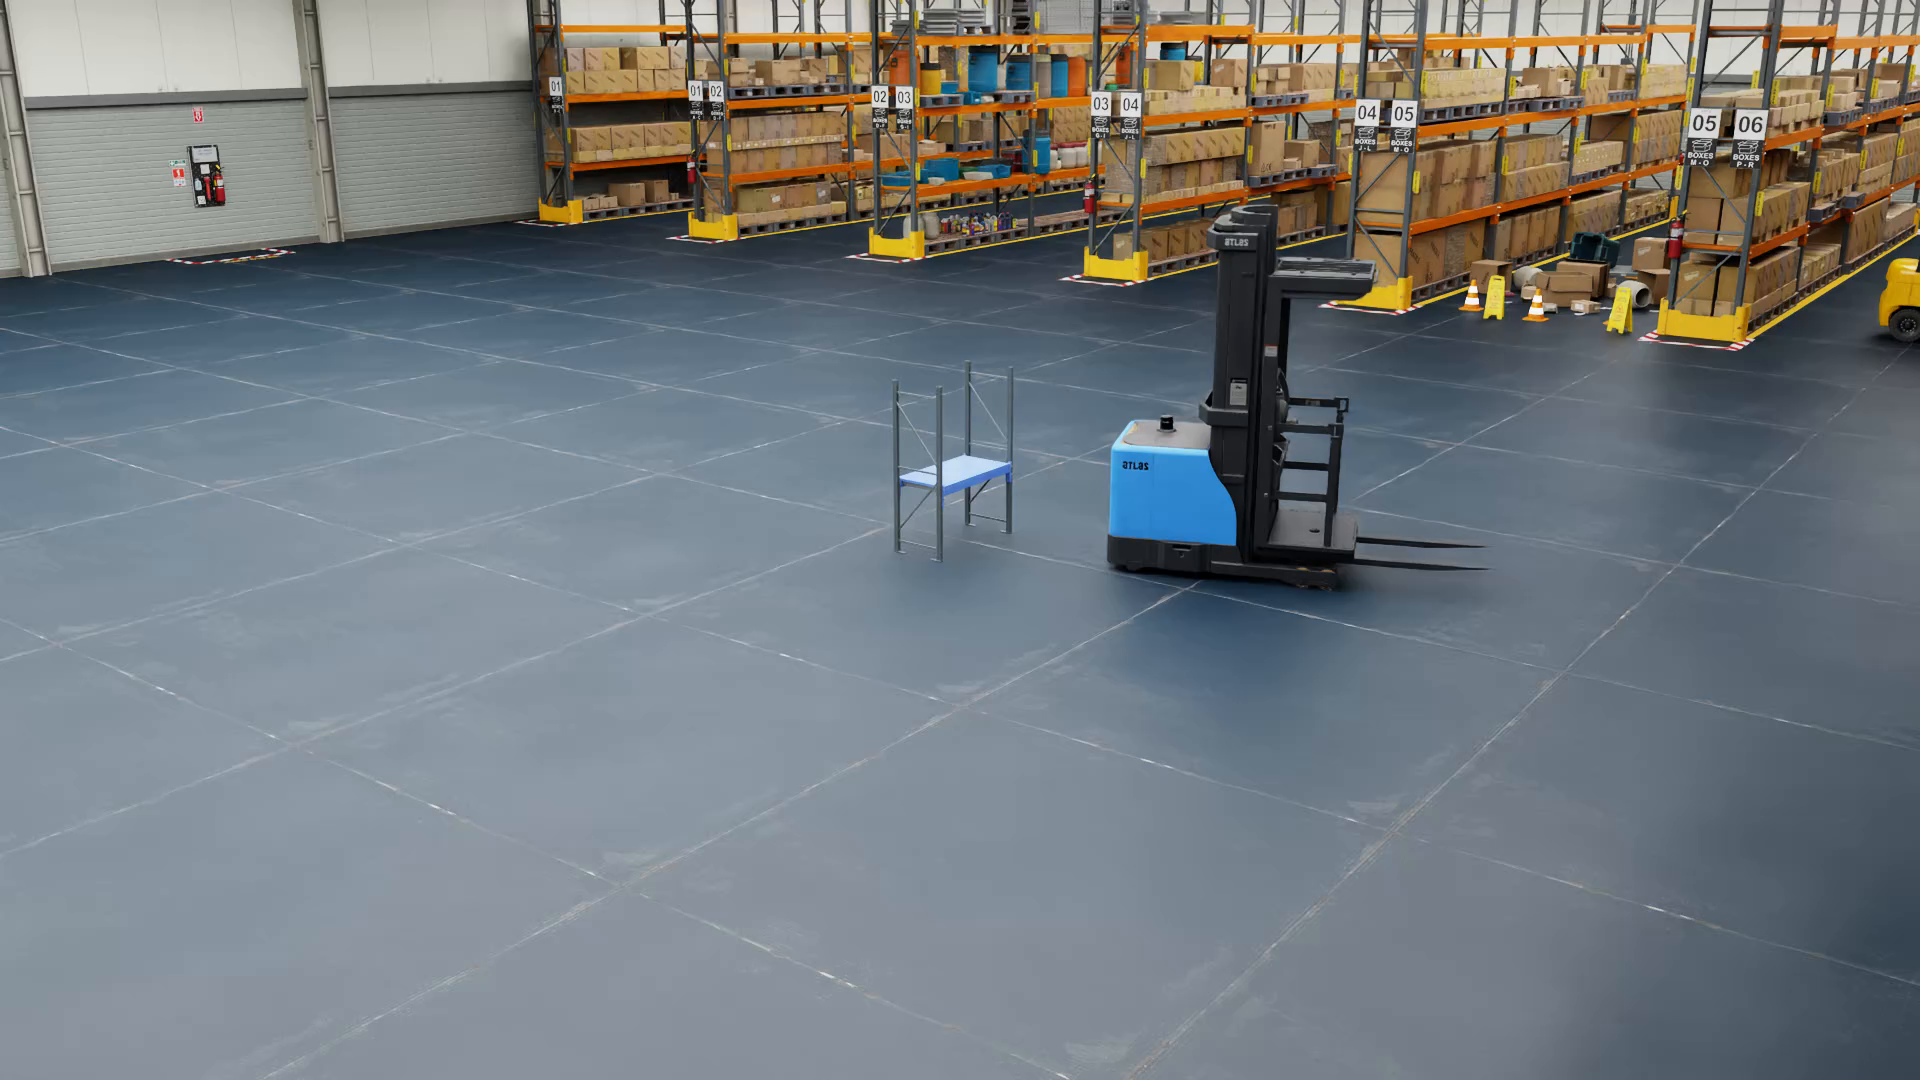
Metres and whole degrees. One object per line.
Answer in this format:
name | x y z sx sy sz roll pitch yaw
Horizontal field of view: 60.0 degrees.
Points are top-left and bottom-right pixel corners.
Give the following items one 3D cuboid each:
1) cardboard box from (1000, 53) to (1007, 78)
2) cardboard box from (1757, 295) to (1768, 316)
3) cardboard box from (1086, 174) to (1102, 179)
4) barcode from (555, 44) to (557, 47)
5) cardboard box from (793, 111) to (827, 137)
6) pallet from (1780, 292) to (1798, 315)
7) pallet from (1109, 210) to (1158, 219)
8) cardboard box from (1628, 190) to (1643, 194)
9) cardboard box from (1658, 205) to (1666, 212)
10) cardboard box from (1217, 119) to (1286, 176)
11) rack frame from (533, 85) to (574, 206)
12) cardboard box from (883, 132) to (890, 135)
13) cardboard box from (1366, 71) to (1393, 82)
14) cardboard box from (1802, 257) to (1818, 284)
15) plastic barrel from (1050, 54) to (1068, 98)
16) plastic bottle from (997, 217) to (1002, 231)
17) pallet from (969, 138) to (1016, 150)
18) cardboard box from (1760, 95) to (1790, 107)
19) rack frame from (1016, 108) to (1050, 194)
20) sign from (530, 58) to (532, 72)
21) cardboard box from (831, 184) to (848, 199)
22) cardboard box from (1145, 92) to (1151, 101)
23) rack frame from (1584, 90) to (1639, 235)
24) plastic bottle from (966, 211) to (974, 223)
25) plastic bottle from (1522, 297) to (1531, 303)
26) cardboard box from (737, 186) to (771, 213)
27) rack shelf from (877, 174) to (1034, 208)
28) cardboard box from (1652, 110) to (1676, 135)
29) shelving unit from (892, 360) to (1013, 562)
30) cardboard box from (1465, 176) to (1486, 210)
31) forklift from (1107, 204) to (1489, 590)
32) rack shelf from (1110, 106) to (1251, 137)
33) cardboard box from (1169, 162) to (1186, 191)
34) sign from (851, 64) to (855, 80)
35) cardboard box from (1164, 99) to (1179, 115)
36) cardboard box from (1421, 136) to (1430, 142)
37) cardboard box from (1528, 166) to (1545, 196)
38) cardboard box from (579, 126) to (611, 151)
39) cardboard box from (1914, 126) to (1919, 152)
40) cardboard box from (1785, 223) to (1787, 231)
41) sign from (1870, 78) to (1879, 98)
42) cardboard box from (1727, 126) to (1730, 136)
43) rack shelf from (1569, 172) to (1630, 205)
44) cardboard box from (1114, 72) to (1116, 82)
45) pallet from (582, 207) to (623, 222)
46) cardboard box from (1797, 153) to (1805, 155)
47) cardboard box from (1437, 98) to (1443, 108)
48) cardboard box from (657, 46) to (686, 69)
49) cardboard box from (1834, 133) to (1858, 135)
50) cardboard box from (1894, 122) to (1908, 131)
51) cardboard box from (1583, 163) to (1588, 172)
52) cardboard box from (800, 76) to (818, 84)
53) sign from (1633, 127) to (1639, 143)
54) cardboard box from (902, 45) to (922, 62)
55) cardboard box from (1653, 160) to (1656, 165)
cardboard box | 0.777 -12.030 42.172 0.600 0.600 0.600 11 21 33
cardboard box | 11.704 -3.516 24.789 0.500 0.250 0.500 13 22 37
cardboard box | 3.596 -10.182 46.220 0.500 0.250 0.500 12 21 35
barcode | -9.180 -11.244 37.822 0.001 0.075 0.075 12 21 35
cardboard box | -3.397 -9.261 37.003 0.700 0.500 0.500 12 21 35
pallet | 12.703 -3.820 26.542 1.003 0.211 1.213 12 21 35
pallet | 3.958 -7.761 39.231 1.003 0.211 1.213 12 21 35
cardboard box | 15.536 -7.998 38.390 0.380 0.149 0.250 13 21 36
cardboard box | 15.971 -7.625 38.190 0.380 0.149 0.250 13 22 36
cardboard box | 5.702 -7.721 32.681 1.000 1.000 1.000 13 21 35
rack frame | -9.202 -8.742 37.690 1.000 3.000 0.127 12 21 35
cardboard box | -2.157 -11.295 46.301 0.380 0.149 0.250 13 21 36
cardboard box | 6.584 -7.298 26.183 0.380 0.149 0.250 13 21 35
cardboard box | 13.811 -4.561 27.948 0.950 0.372 0.625 14 22 38
plastic barrel | 2.046 -10.087 36.118 0.600 0.901 0.708 12 21 35
plastic bottle | 0.808 -6.561 34.505 0.061 0.283 0.133 14 22 38
pallet | 0.701 -10.146 42.533 1.003 0.211 1.213 12 21 35
cardboard box | 11.612 -6.265 23.735 0.380 0.149 0.250 12 21 34
rack frame | 1.929 -10.726 44.078 1.000 3.000 0.127 12 21 35
sign | -9.635 -10.701 37.445 0.100 0.325 0.005 12 21 35
cardboard box | -2.827 -8.123 38.678 0.500 0.311 0.500 12 21 35
cardboard box | 3.082 -7.693 28.832 0.380 0.149 0.250 12 21 34
rack frame | 13.806 -8.074 35.538 1.000 3.000 0.127 12 21 35
plastic bottle | 0.211 -6.726 34.921 0.144 0.351 0.185 11 21 32
plastic bottle | 9.244 -3.921 27.118 0.133 0.061 0.283 5 18 16
cardboard box | -4.427 -7.321 35.778 0.500 0.500 0.500 12 21 35
rack shelf | -0.054 -7.125 33.694 1.077 0.370 4.000 12 21 35
cardboard box | 15.814 -9.421 37.518 0.500 0.500 0.500 12 21 33
shelving unit | -0.051 -0.696 14.308 0.538 1.500 1.048 12 21 35
cardboard box | 8.519 -6.015 28.656 0.875 0.550 0.550 12 21 35
forklift | 2.793 -1.171 13.425 3.031 2.935 1.130 5 18 14
rack shelf | 3.924 -7.682 30.430 1.077 0.370 4.000 12 21 35
cardboard box | 3.616 -6.684 30.392 0.875 0.500 0.500 12 21 35
sign | -2.391 -10.440 37.094 0.100 0.325 0.005 12 21 35
cardboard box | 3.530 -7.670 29.433 0.500 0.250 0.500 12 21 33
cardboard box | 10.673 -9.588 38.900 0.500 0.500 0.500 12 21 35
cardboard box | 10.471 -6.654 30.797 0.500 0.500 0.500 13 21 36
cardboard box | -8.373 -9.215 38.167 0.500 0.500 0.500 12 21 35
cardboard box | 19.543 -8.298 34.404 0.500 0.500 0.500 12 21 34
cardboard box | 12.349 -4.769 25.320 0.380 0.149 0.250 12 21 34
sign | 15.893 -7.854 28.899 0.100 0.325 0.005 12 21 35
cardboard box | 10.801 -5.877 23.830 0.380 0.149 0.250 13 21 35
rack shelf | 12.614 -7.254 34.111 1.077 0.370 4.000 12 21 35
cardboard box | 4.218 -12.871 46.179 0.500 0.250 0.500 12 21 35
pallet | -8.644 -7.616 38.765 1.003 0.211 1.213 12 21 35
cardboard box | 14.699 -6.469 28.993 0.500 0.500 0.500 14 22 37
cardboard box | 7.418 -6.922 26.318 0.380 0.149 0.250 12 21 35
cardboard box | -6.899 -11.495 39.609 0.500 0.500 0.500 10 20 30
cardboard box | 17.067 -7.569 32.056 0.500 0.500 0.500 12 21 34
cardboard box | 18.693 -8.268 33.216 0.380 0.149 0.250 12 21 34
cardboard box | 12.331 -7.466 33.295 0.380 0.149 0.250 14 22 37
cardboard box | -3.337 -10.065 36.371 0.380 0.149 0.250 12 21 35
sign | 14.254 -8.530 35.054 0.100 0.325 0.005 12 21 35
cardboard box | -1.402 -13.688 46.670 0.500 0.500 0.500 12 21 34
cardboard box | 15.383 -8.488 37.295 0.380 0.149 0.250 11 21 32
